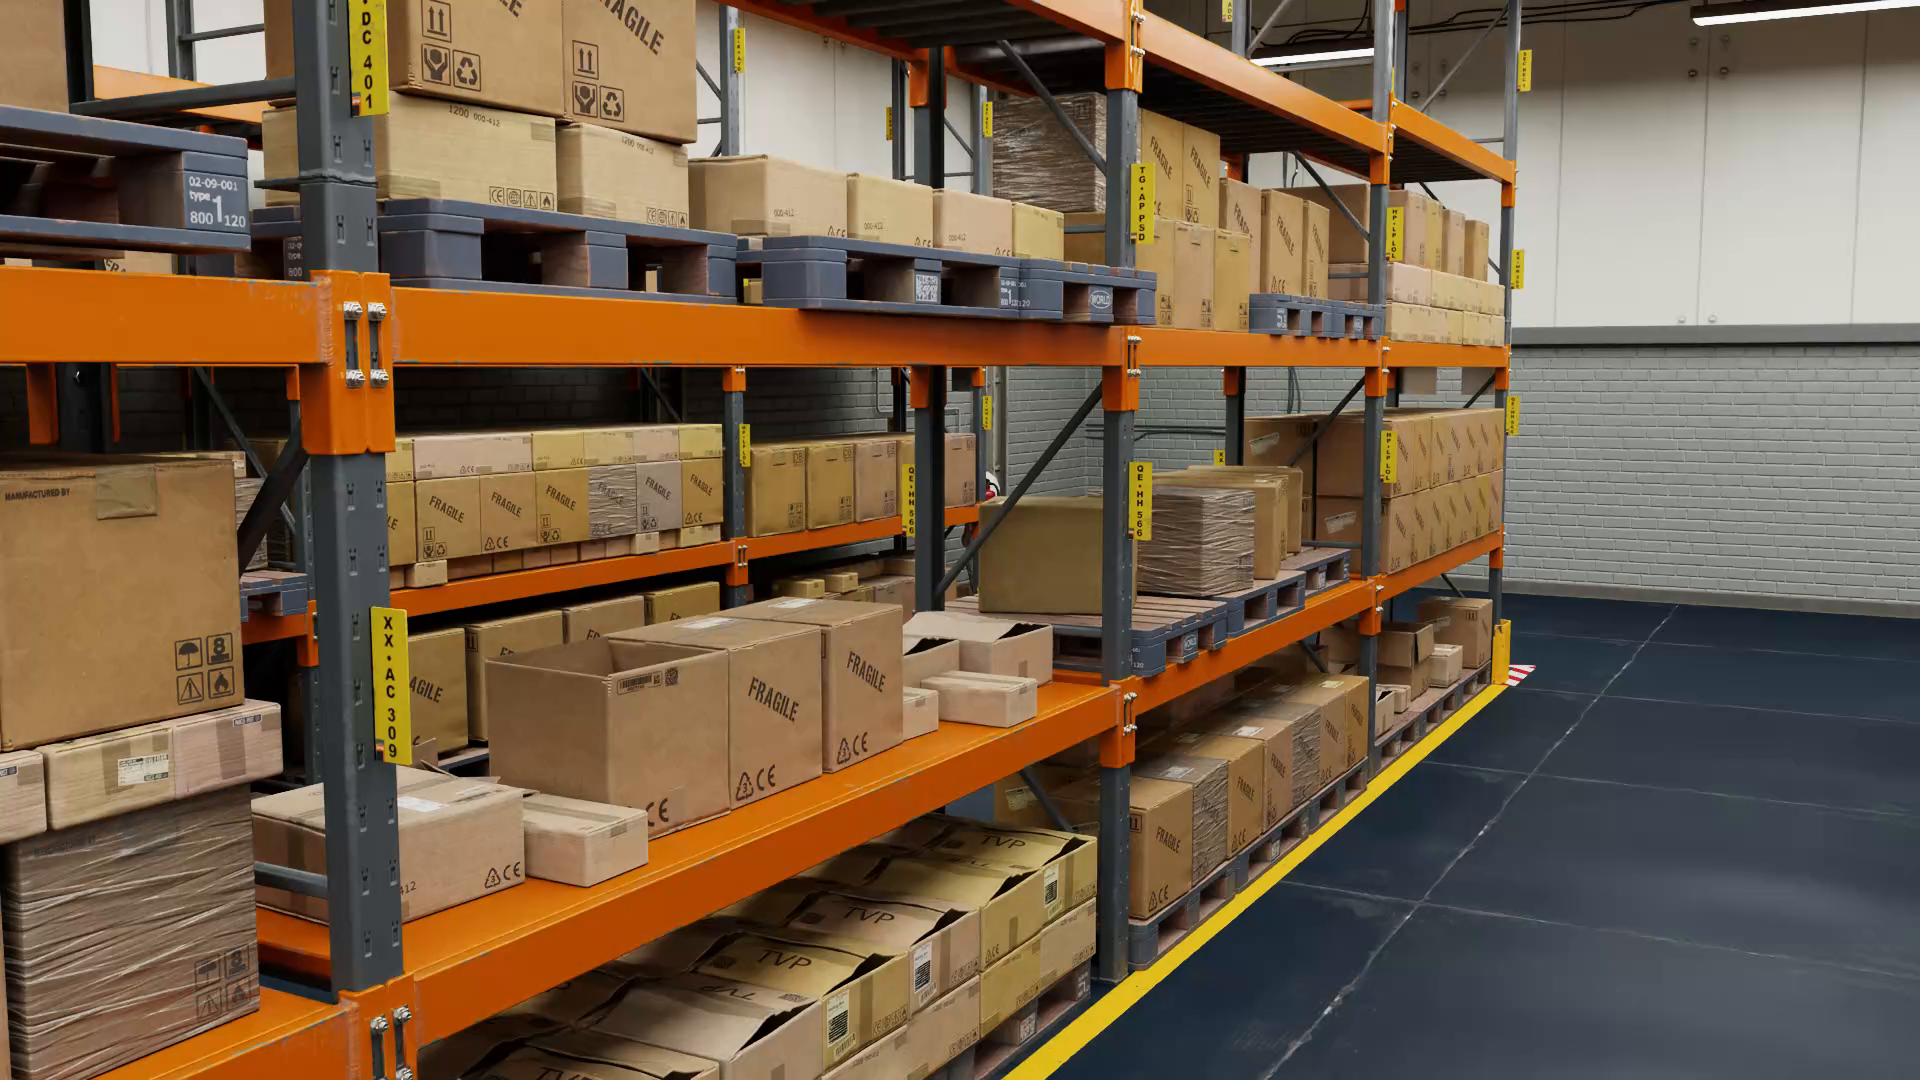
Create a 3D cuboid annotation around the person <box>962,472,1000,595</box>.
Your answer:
[{"bbox_3d":[0.207,-0.111,18.131,0.460,1.760,0.627,3,7,29],"label":"person"}]
